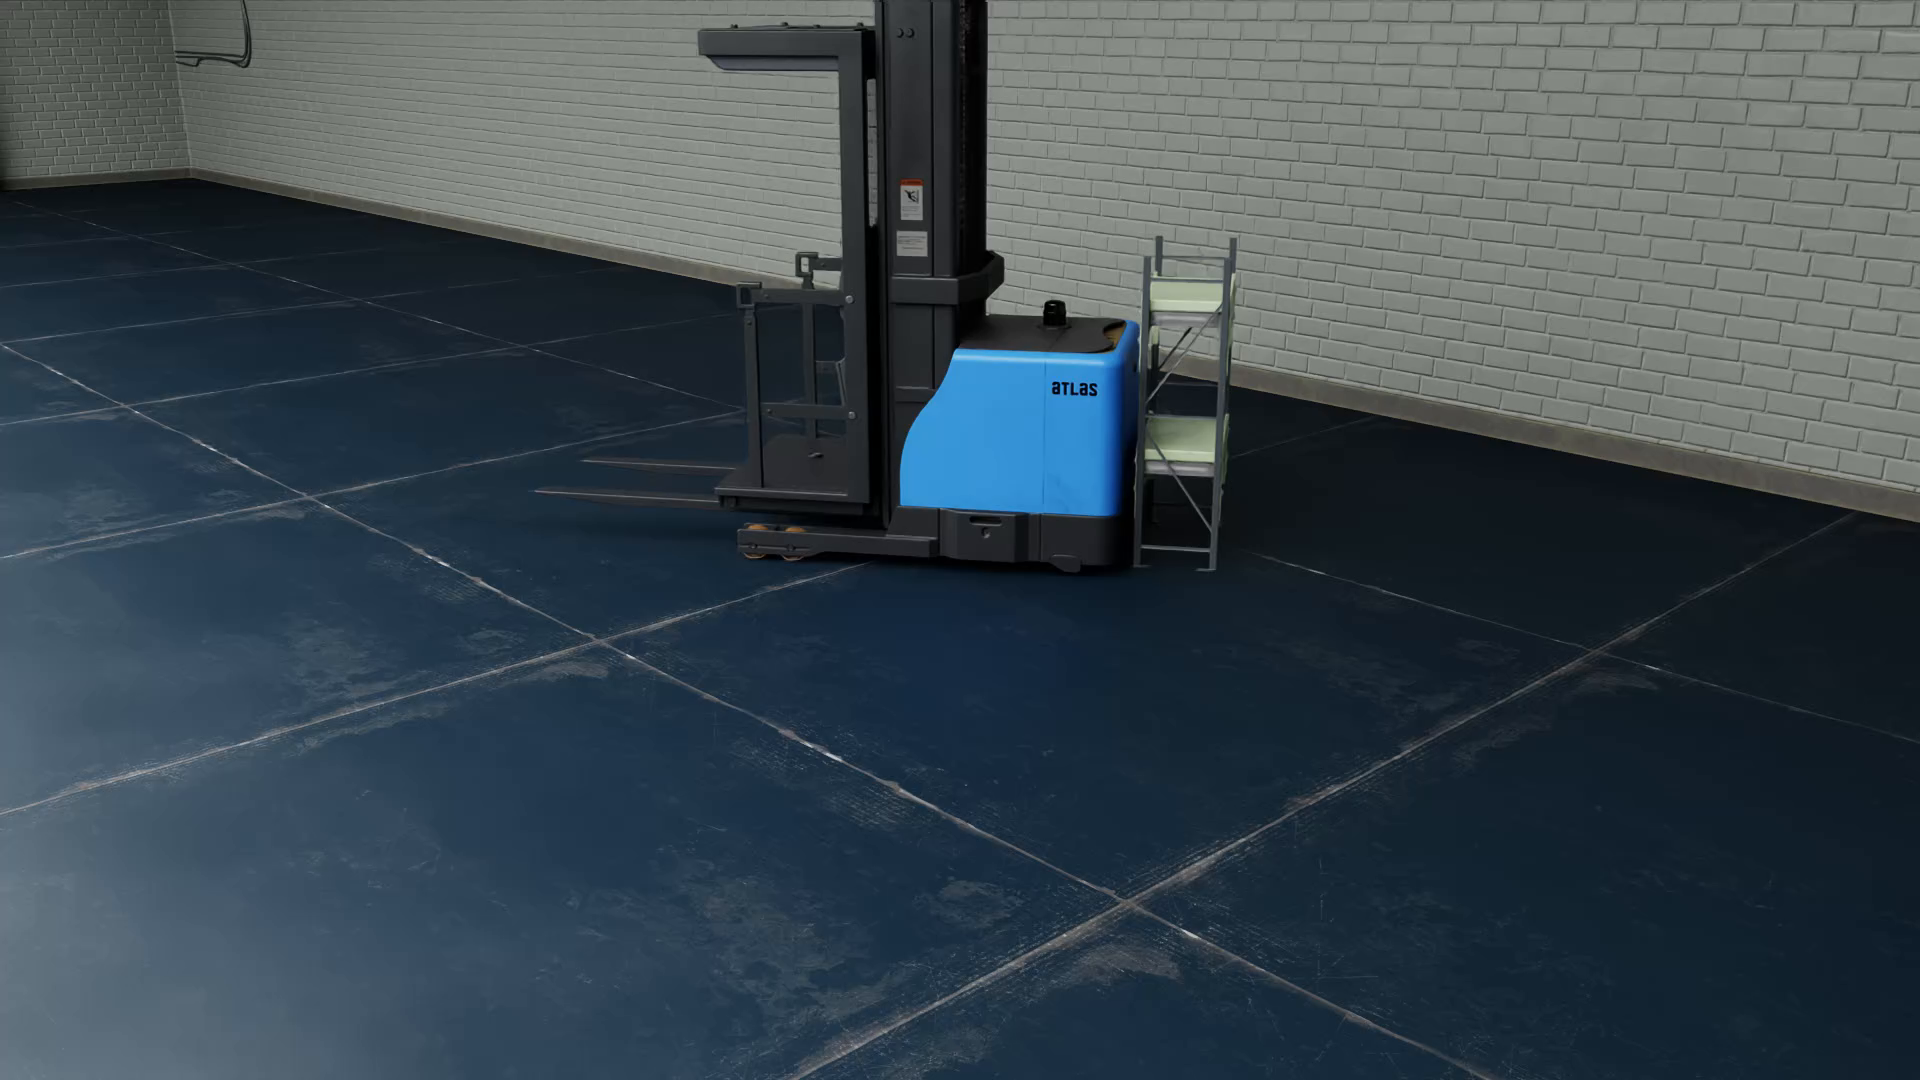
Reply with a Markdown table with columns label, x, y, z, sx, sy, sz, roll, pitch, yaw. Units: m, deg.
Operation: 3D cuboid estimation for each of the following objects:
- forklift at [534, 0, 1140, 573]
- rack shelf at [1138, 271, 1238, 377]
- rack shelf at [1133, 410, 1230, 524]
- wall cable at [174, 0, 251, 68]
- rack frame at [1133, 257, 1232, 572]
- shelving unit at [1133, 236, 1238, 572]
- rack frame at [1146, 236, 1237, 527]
| label | x | y | z | sx | sy | sz | roll | pitch | yaw |
| --- | --- | --- | --- | --- | --- | --- | --- | --- | --- |
| forklift | -0.636 | -1.444 | 8.187 | 3.031 | 2.935 | 1.130 | 3 | 18 | 10 |
| rack shelf | 1.108 | -1.055 | 8.043 | 0.431 | 0.370 | 0.720 | 3 | 18 | 10 |
| rack shelf | 1.108 | -0.374 | 8.264 | 0.431 | 0.370 | 0.720 | 3 | 18 | 10 |
| wall cable | -10.971 | -8.110 | 23.943 | 0.112 | 2.526 | 3.097 | -16 | 24 | -41 |
| rack frame | 1.039 | -0.573 | 7.821 | 0.400 | 1.500 | 0.023 | 3 | 18 | 10 |
| shelving unit | 1.108 | -0.684 | 8.163 | 0.431 | 1.500 | 0.755 | 3 | 18 | 10 |
| rack frame | 1.176 | -0.795 | 8.505 | 0.400 | 1.500 | 0.023 | 3 | 18 | 10 |
